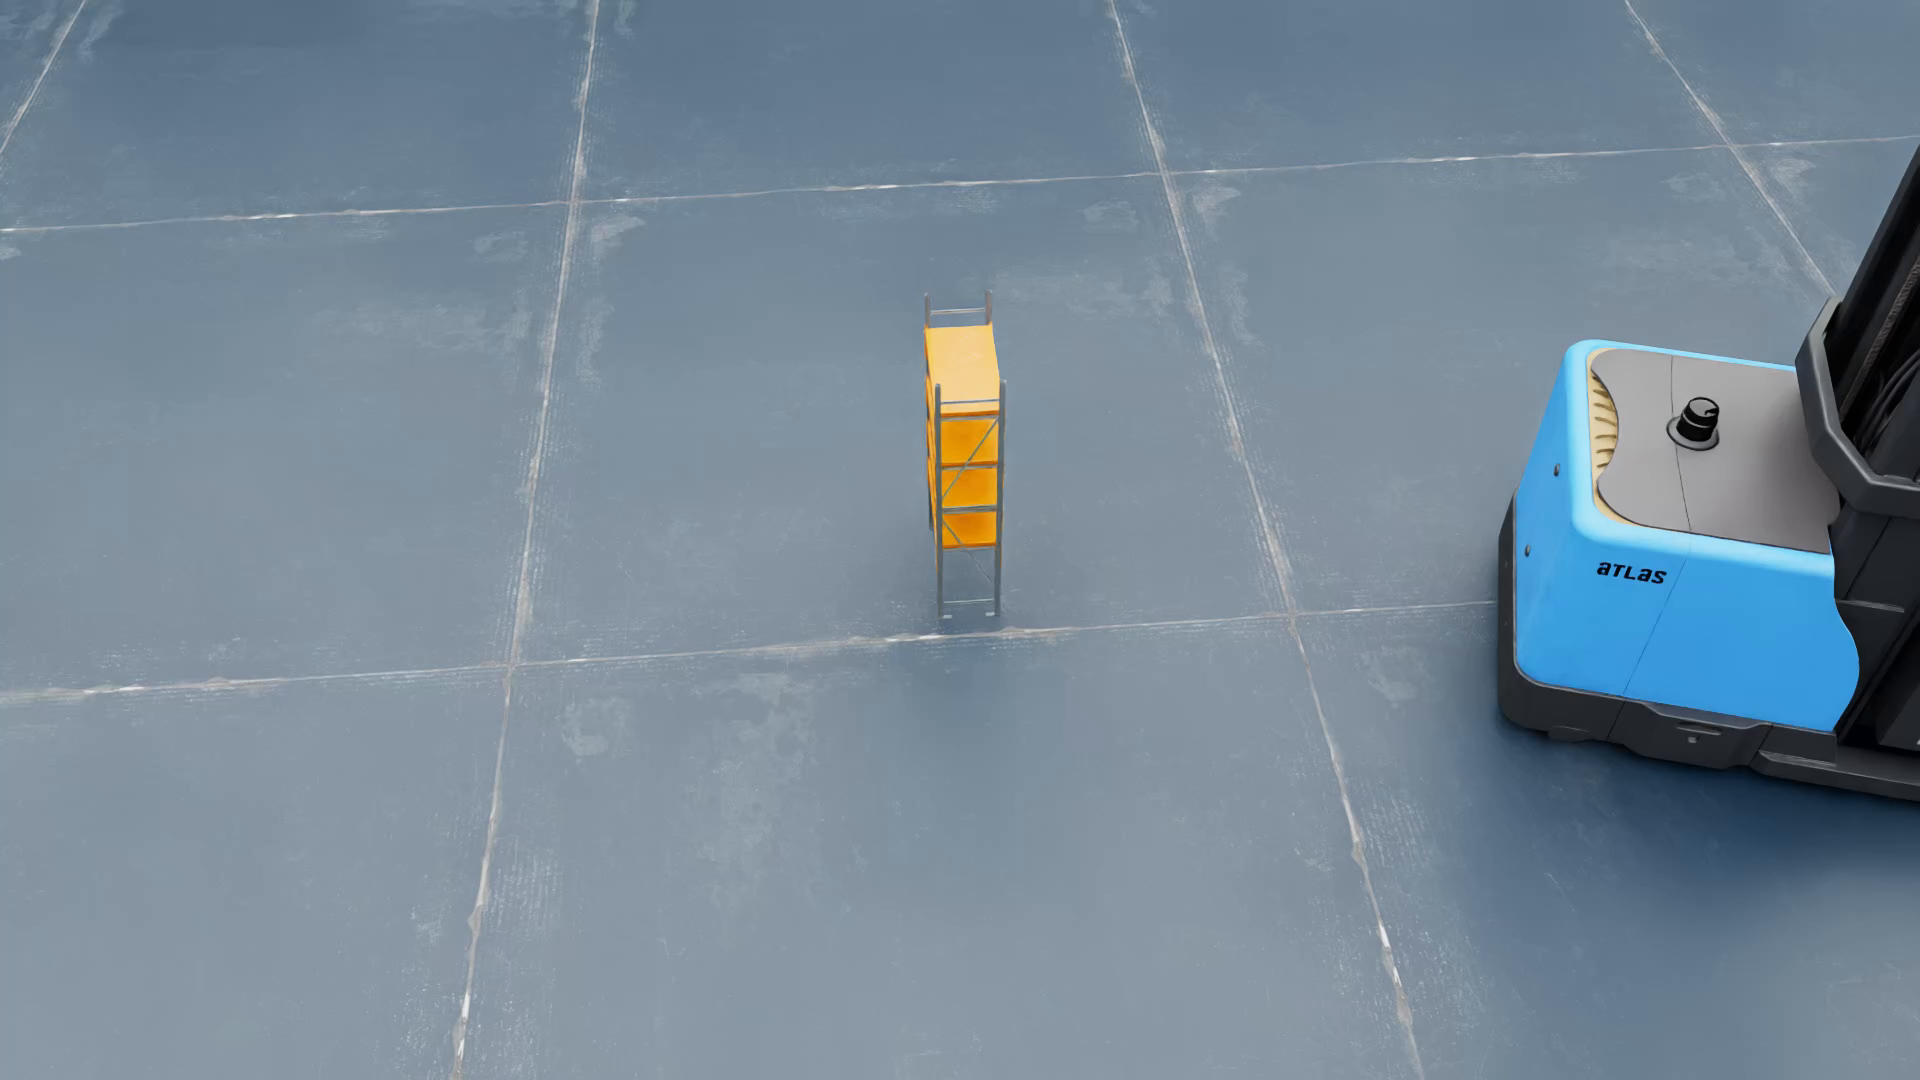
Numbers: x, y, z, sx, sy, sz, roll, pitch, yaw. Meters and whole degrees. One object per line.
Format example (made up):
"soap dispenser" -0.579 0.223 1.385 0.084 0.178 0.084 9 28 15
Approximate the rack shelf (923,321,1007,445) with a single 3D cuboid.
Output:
"rack shelf" 0.014 -0.563 5.916 0.258 0.148 0.480 -3 47 -3

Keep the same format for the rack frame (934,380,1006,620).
"rack frame" 0.034 -0.116 6.034 0.240 1.200 0.015 -3 47 -3

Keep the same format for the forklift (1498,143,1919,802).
"forklift" 3.541 -0.425 5.134 3.031 2.935 1.130 9 47 9

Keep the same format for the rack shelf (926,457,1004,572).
"rack shelf" 0.014 -0.110 6.394 0.258 0.148 0.480 -3 47 -3

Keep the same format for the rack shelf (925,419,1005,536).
"rack shelf" 0.014 -0.247 6.250 0.258 0.148 0.480 -3 47 -3

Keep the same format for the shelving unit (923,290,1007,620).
"shelving unit" 0.014 -0.293 6.201 0.258 1.200 0.503 -3 47 -3

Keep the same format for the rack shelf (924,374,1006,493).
"rack shelf" 0.014 -0.400 6.087 0.258 0.148 0.480 -3 47 -3

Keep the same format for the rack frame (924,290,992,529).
"rack frame" -0.007 -0.469 6.368 0.240 1.200 0.015 -3 47 -3
